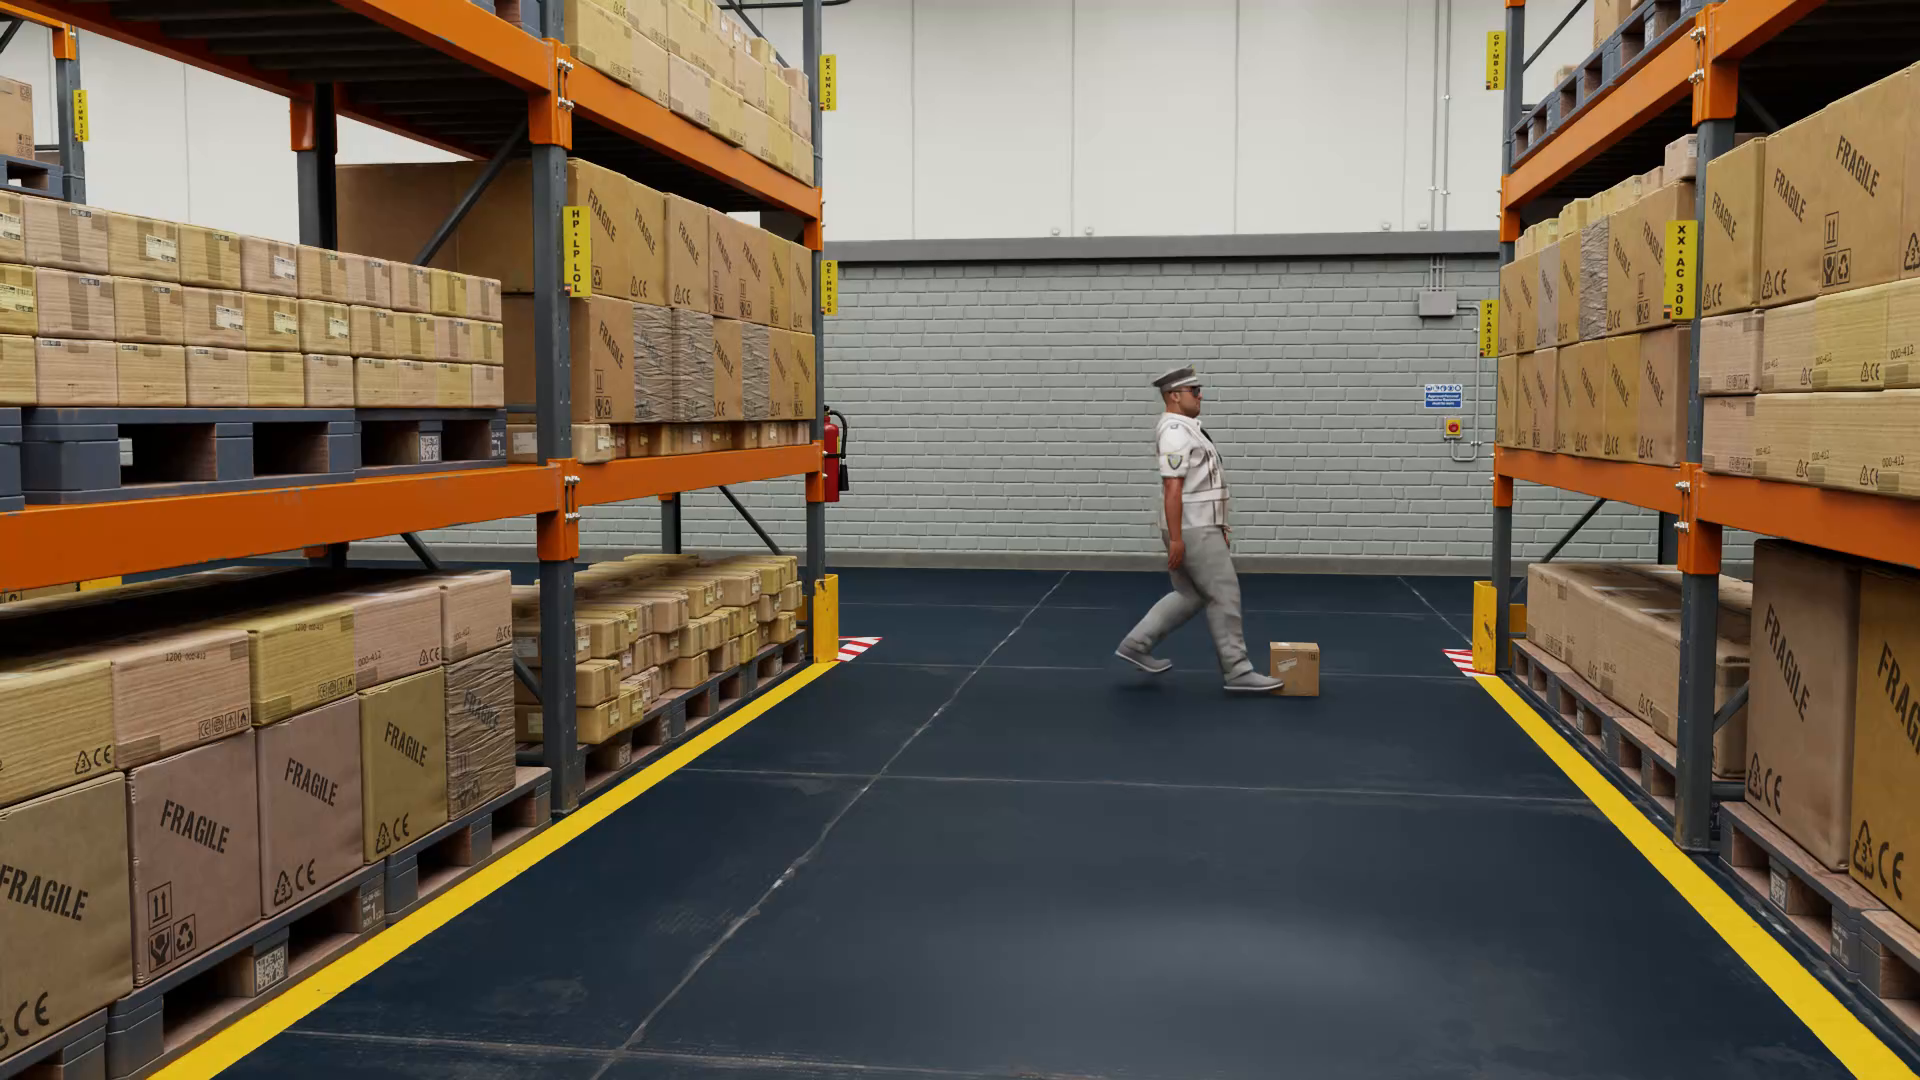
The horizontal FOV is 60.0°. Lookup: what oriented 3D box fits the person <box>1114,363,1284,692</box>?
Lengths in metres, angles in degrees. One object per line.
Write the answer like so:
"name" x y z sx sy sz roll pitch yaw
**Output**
"person" 1.296 -0.076 8.913 0.886 1.736 0.534 0 4 4
